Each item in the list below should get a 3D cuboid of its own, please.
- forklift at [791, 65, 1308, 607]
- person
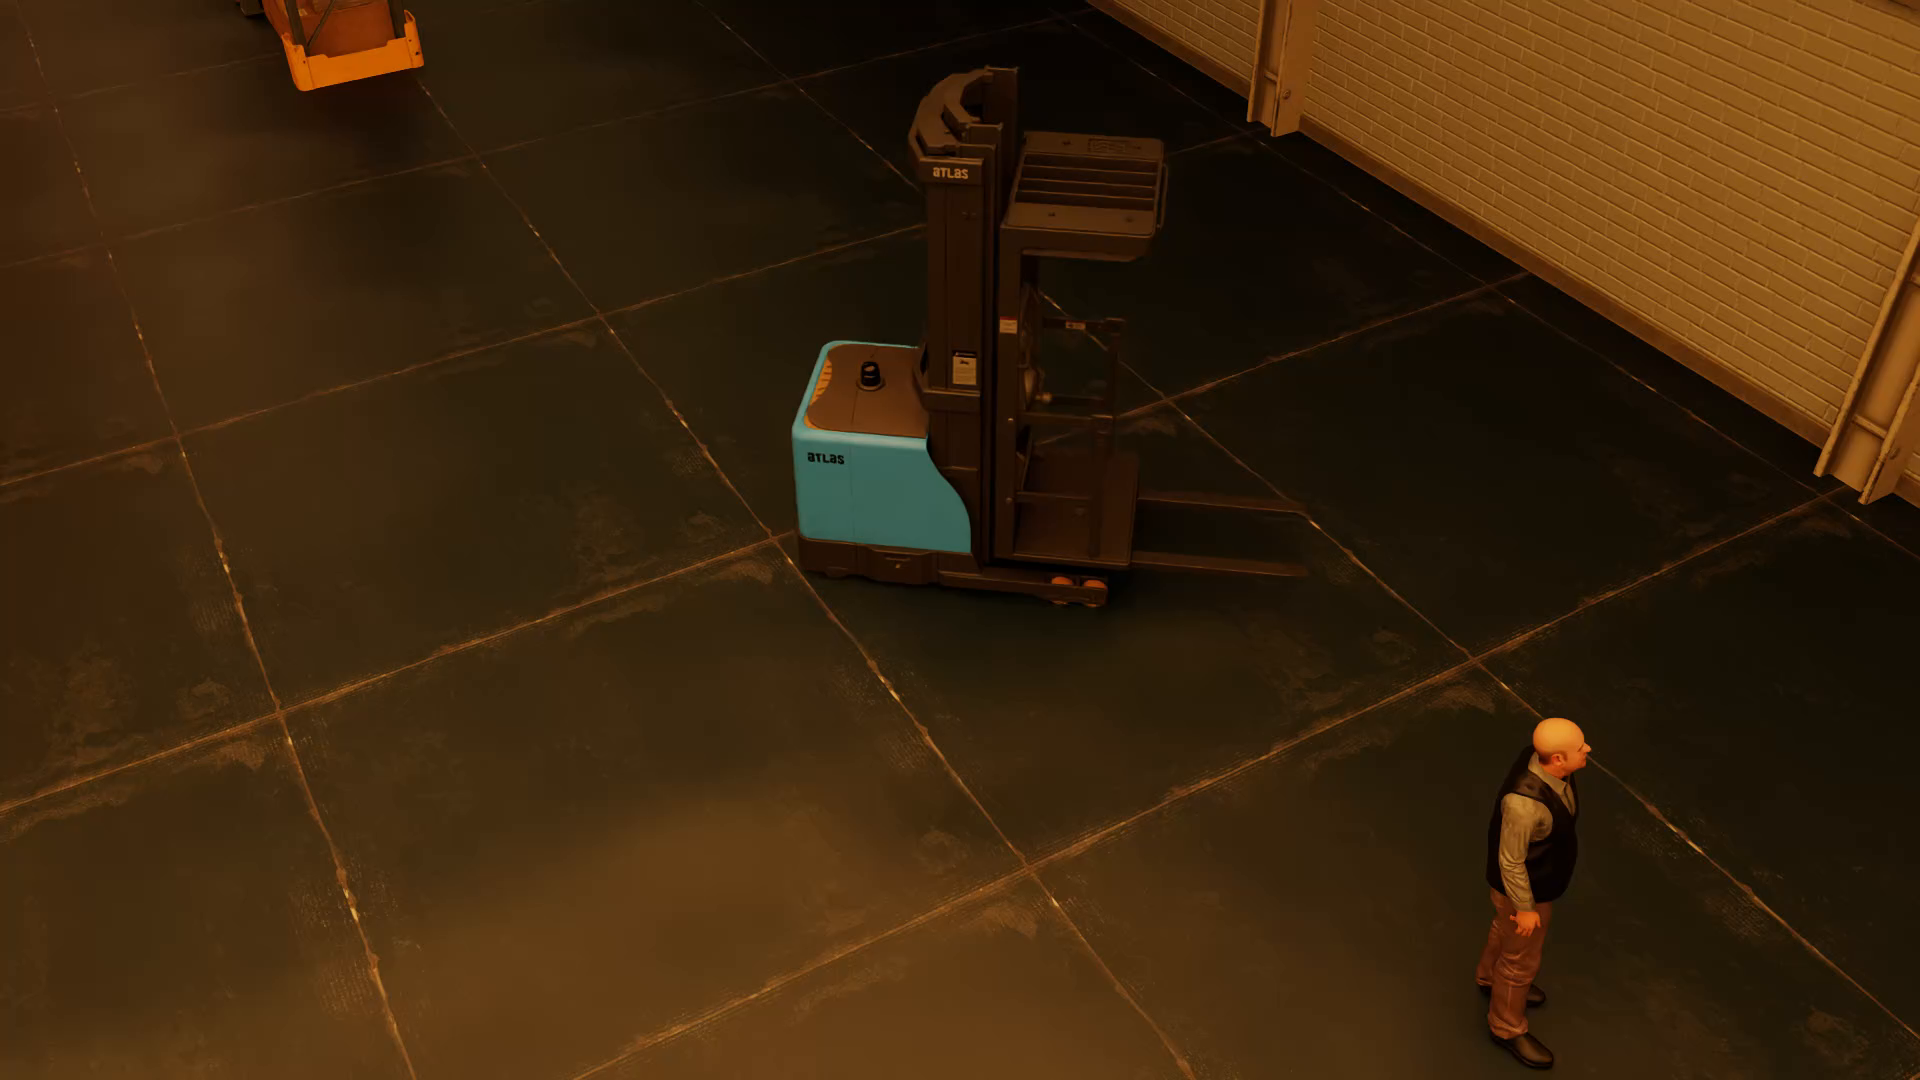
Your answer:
[{"bbox_3d":[0.582,-1.093,9.353,3.031,2.935,1.130,5,40,6],"label":"forklift"},{"bbox_3d":[2.532,1.471,7.199,0.570,1.719,0.632,19,43,21],"label":"person"}]
